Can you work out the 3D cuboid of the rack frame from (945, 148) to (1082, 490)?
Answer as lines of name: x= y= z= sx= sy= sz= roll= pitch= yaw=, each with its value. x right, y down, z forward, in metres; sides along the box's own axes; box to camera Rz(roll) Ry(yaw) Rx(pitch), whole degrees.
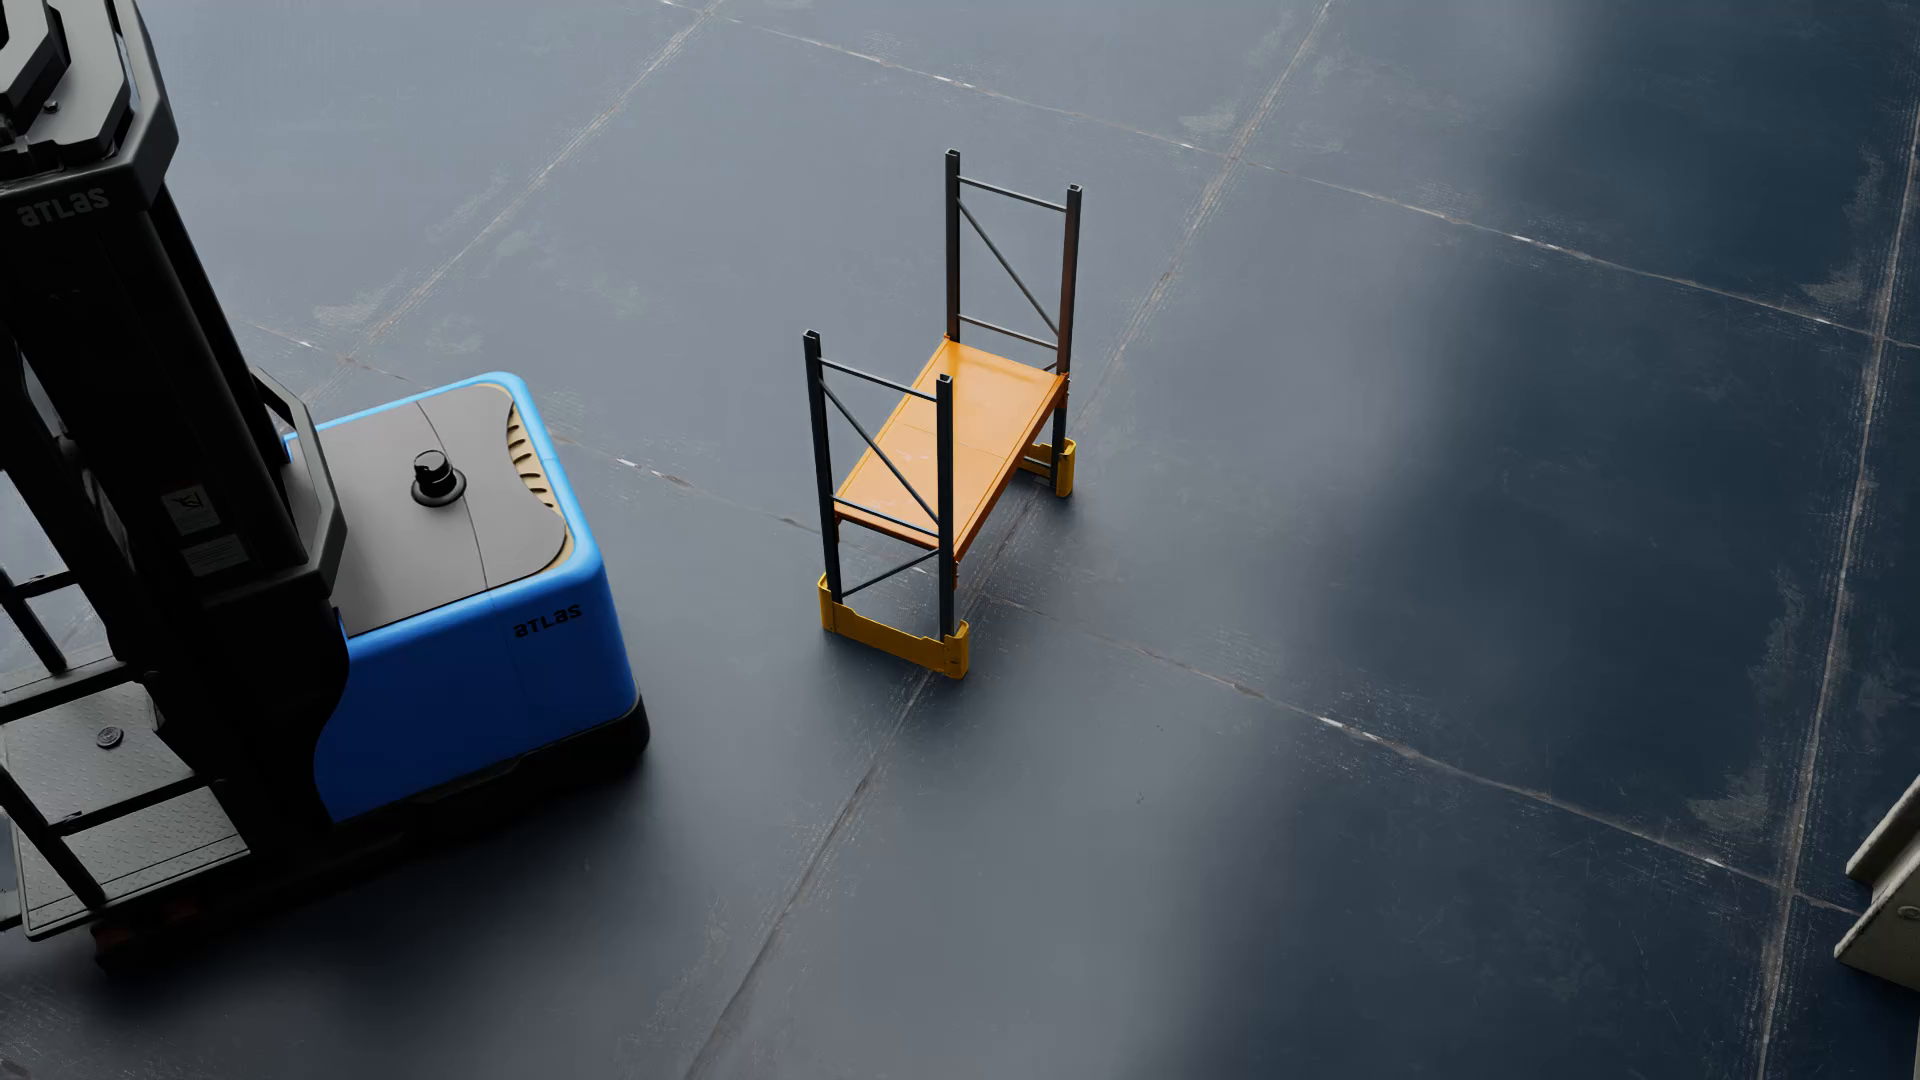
rack frame: x=0.181 y=-0.777 z=6.242 sx=0.500 sy=1.500 sz=0.032 roll=20 pitch=52 yaw=16

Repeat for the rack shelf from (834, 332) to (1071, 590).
rack shelf: x=-0.036 y=-0.311 z=6.081 sx=0.538 sy=0.185 sz=1.000 roll=20 pitch=52 yaw=16

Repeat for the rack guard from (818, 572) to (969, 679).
rack guard: x=-0.245 y=0.314 z=6.133 sx=0.587 sy=0.250 sz=0.087 roll=20 pitch=52 yaw=16

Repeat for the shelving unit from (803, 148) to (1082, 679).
shelving unit: x=-0.033 y=-0.434 z=5.949 sx=0.587 sy=1.500 sz=1.083 roll=20 pitch=52 yaw=16

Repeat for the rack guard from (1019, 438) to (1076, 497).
rack guard: x=0.180 y=-0.371 z=6.717 sx=0.587 sy=0.250 sz=0.087 roll=20 pitch=52 yaw=16

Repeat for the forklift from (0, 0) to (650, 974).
forklift: x=-2.653 y=-0.032 z=4.668 sx=3.031 sy=2.935 sz=1.130 roll=-20 pitch=53 yaw=-16

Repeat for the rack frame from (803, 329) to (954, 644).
rack frame: x=-0.254 y=-0.077 z=5.646 sx=0.500 sy=1.500 sz=0.032 roll=20 pitch=52 yaw=16
